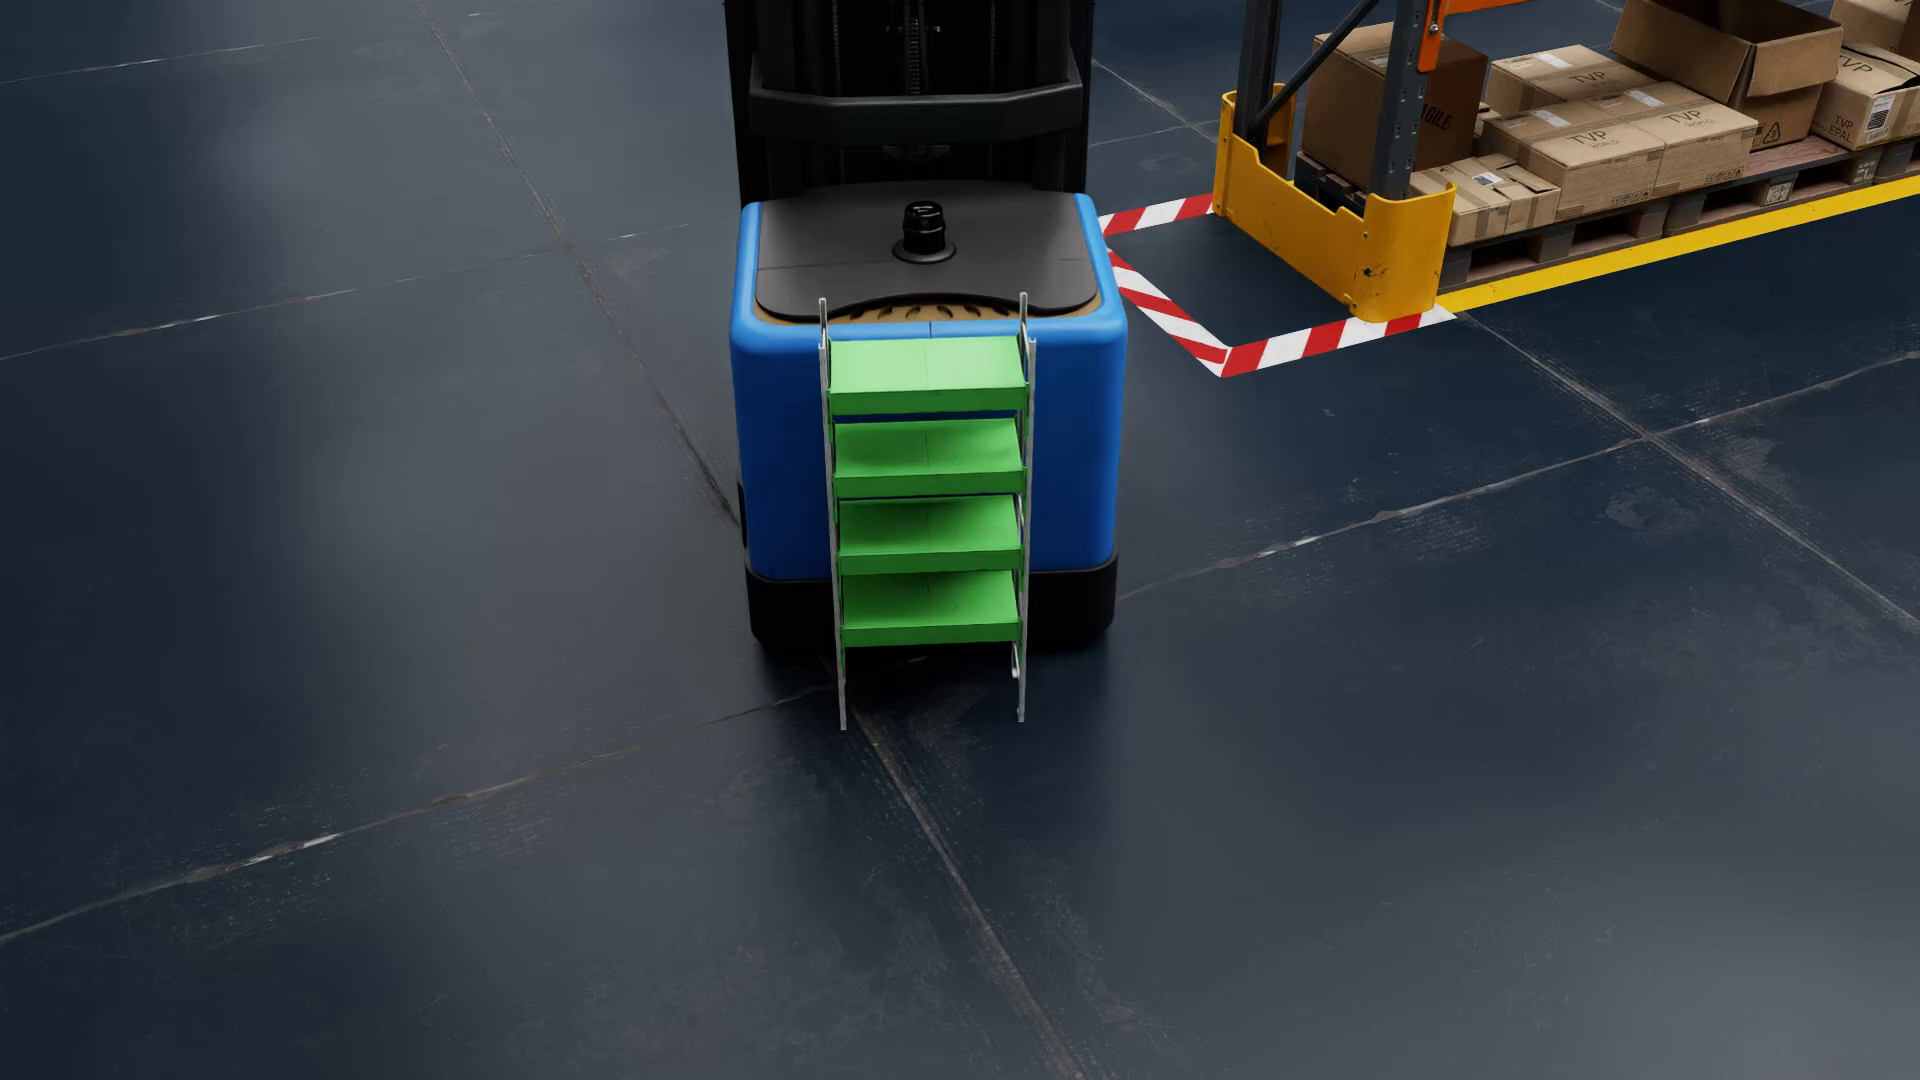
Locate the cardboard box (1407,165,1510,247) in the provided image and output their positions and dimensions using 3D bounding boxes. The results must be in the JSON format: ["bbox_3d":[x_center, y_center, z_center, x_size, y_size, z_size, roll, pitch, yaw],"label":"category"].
[{"bbox_3d":[1.925,-1.314,6.527,0.250,0.149,0.380,-16,39,-20],"label":"cardboard box"}]

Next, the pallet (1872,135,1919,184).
[{"bbox_3d":[4.398,-2.080,7.878,1.213,0.211,1.003,-16,39,-20],"label":"pallet"}]

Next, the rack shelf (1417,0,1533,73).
[{"bbox_3d":[3.210,-2.579,6.813,4.000,0.370,1.077,-16,39,-20],"label":"rack shelf"}]

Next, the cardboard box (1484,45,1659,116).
[{"bbox_3d":[2.660,-1.928,7.271,0.500,0.250,0.500,-16,39,-20],"label":"cardboard box"}]

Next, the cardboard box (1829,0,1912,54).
[{"bbox_3d":[4.549,-2.481,7.965,0.500,0.311,0.500,-16,39,-20],"label":"cardboard box"}]

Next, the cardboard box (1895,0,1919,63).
[{"bbox_3d":[4.625,-2.249,7.494,0.500,0.500,0.500,-16,39,-20],"label":"cardboard box"}]

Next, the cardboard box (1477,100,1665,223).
[{"bbox_3d":[2.465,-1.545,6.754,0.500,0.250,0.500,-16,39,-20],"label":"cardboard box"}]

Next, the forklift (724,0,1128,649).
[{"bbox_3d":[-0.164,-1.725,5.116,1.130,2.935,3.031,-2,37,-3],"label":"forklift"}]

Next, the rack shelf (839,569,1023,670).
[{"bbox_3d":[-0.082,0.203,4.479,0.480,0.148,0.258,-2,37,-3],"label":"rack shelf"}]

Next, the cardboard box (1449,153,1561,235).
[{"bbox_3d":[2.151,-1.384,6.607,0.250,0.166,0.380,-16,39,-20],"label":"cardboard box"}]

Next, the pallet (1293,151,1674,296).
[{"bbox_3d":[2.190,-1.463,7.045,1.213,0.211,1.003,-16,39,-20],"label":"pallet"}]

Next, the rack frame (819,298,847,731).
[{"bbox_3d":[-0.325,-0.032,4.285,0.015,1.200,0.240,-2,37,-3],"label":"rack frame"}]

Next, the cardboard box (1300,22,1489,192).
[{"bbox_3d":[1.787,-1.805,6.894,0.500,0.500,0.500,-16,39,-20],"label":"cardboard box"}]

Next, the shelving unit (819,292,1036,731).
[{"bbox_3d":[-0.082,-0.041,4.297,0.503,1.200,0.258,-2,37,-3],"label":"shelving unit"}]

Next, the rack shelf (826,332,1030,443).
[{"bbox_3d":[-0.082,-0.374,4.049,0.480,0.148,0.258,-2,37,-3],"label":"rack shelf"}]

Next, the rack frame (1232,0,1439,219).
[{"bbox_3d":[1.400,-2.361,5.916,0.127,3.000,1.000,-16,39,-20],"label":"rack frame"}]

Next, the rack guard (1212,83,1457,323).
[{"bbox_3d":[1.468,-1.377,6.686,0.348,0.500,1.175,-16,39,-20],"label":"rack guard"}]

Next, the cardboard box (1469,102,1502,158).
[{"bbox_3d":[2.192,-1.725,7.066,0.250,0.166,0.380,-16,39,-20],"label":"cardboard box"}]

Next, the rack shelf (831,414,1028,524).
[{"bbox_3d":[-0.082,-0.182,4.192,0.480,0.148,0.258,-2,37,-3],"label":"rack shelf"}]

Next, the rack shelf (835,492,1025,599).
[{"bbox_3d":[-0.082,0.011,4.335,0.480,0.148,0.258,-2,37,-3],"label":"rack shelf"}]

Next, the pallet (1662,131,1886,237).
[{"bbox_3d":[3.292,-1.769,7.458,1.213,0.211,1.003,-16,39,-20],"label":"pallet"}]

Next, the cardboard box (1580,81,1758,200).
[{"bbox_3d":[2.918,-1.671,6.924,0.500,0.250,0.500,-16,39,-20],"label":"cardboard box"}]

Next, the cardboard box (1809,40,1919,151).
[{"bbox_3d":[3.946,-1.984,7.294,0.500,0.311,0.500,-16,39,-20],"label":"cardboard box"}]

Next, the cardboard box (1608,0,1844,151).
[{"bbox_3d":[3.322,-2.070,7.249,0.637,0.503,0.797,-16,39,-20],"label":"cardboard box"}]

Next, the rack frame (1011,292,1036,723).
[{"bbox_3d":[0.162,-0.050,4.309,0.015,1.200,0.240,-2,37,-3],"label":"rack frame"}]
